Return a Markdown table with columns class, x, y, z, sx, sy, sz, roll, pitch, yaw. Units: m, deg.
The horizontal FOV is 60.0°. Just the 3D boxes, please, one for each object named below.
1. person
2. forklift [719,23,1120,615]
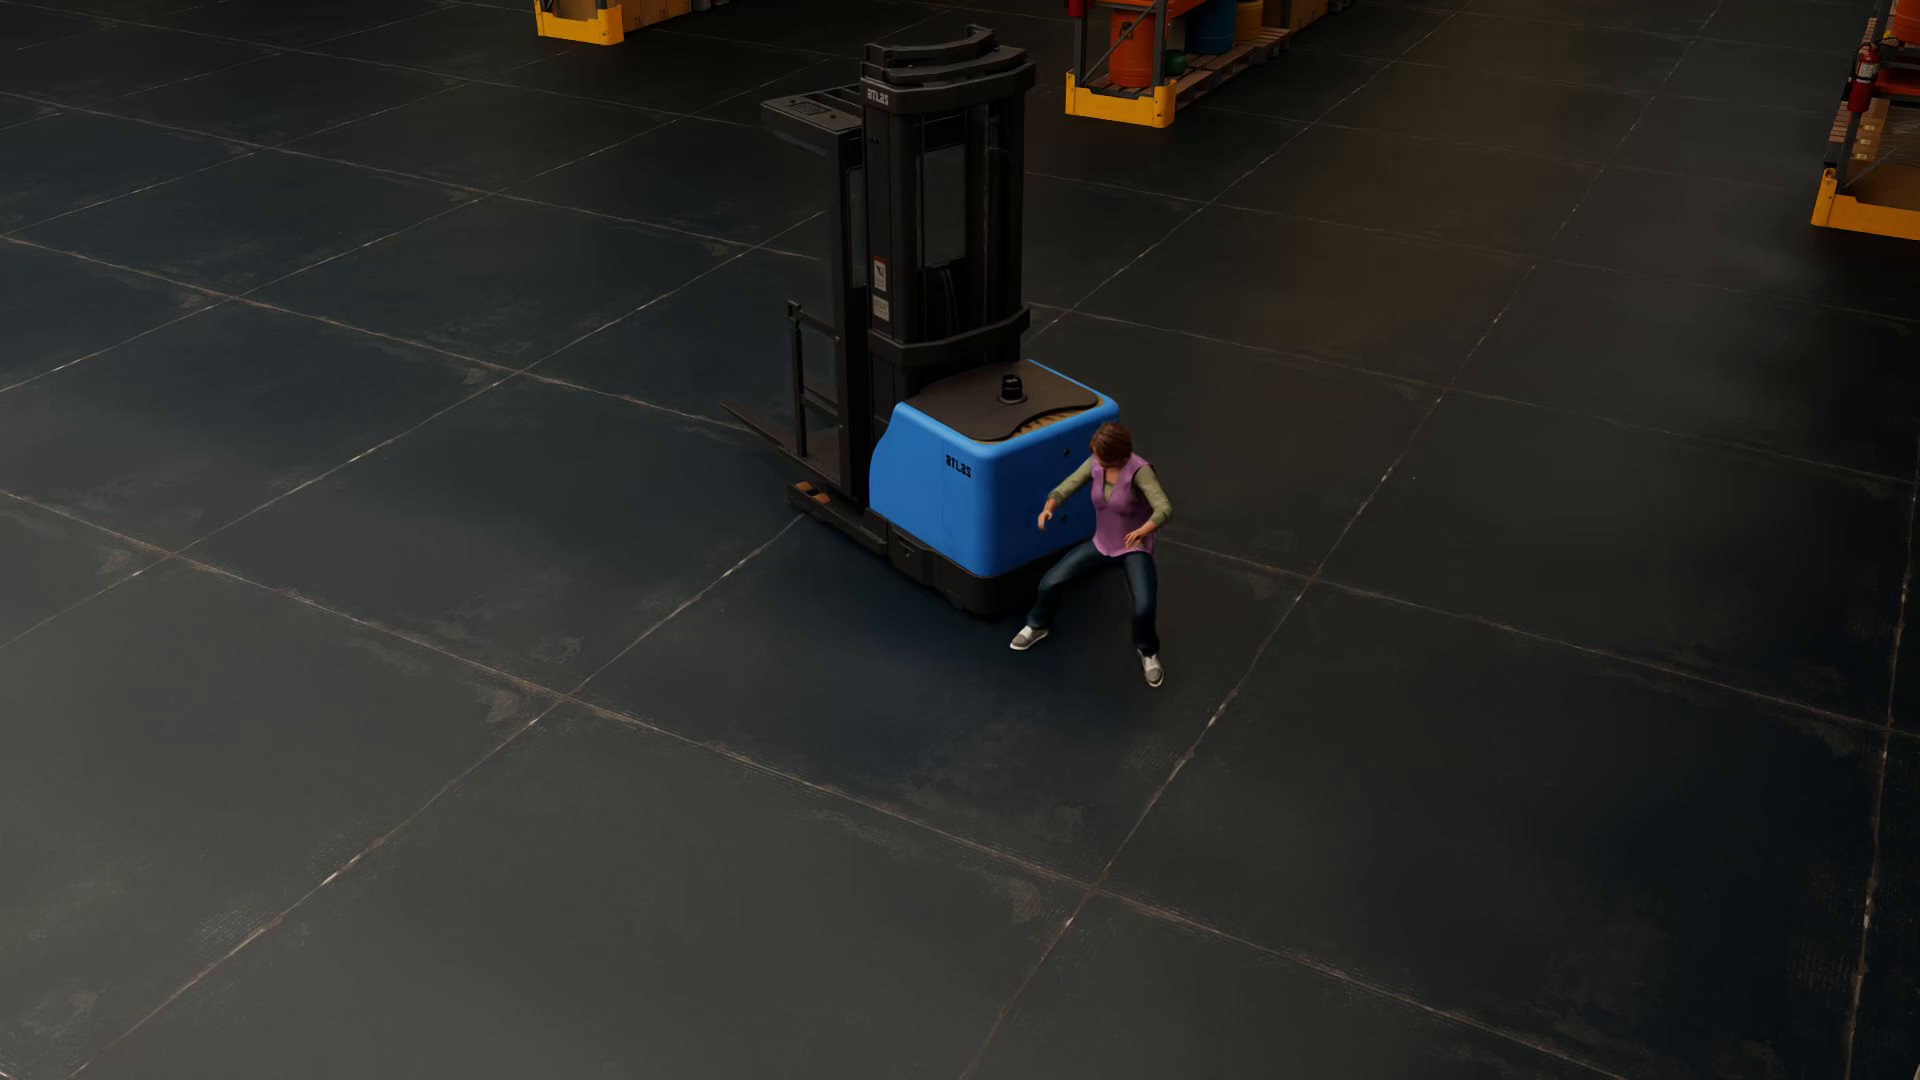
| class | x | y | z | sx | sy | sz | roll | pitch | yaw |
| --- | --- | --- | --- | --- | --- | --- | --- | --- | --- |
| person | 0.690 | 0.066 | 8.527 | 0.854 | 1.361 | 0.669 | 23 | 37 | 34 |
| forklift | -0.414 | -1.527 | 9.716 | 1.130 | 2.935 | 3.031 | -22 | 37 | -33 |
